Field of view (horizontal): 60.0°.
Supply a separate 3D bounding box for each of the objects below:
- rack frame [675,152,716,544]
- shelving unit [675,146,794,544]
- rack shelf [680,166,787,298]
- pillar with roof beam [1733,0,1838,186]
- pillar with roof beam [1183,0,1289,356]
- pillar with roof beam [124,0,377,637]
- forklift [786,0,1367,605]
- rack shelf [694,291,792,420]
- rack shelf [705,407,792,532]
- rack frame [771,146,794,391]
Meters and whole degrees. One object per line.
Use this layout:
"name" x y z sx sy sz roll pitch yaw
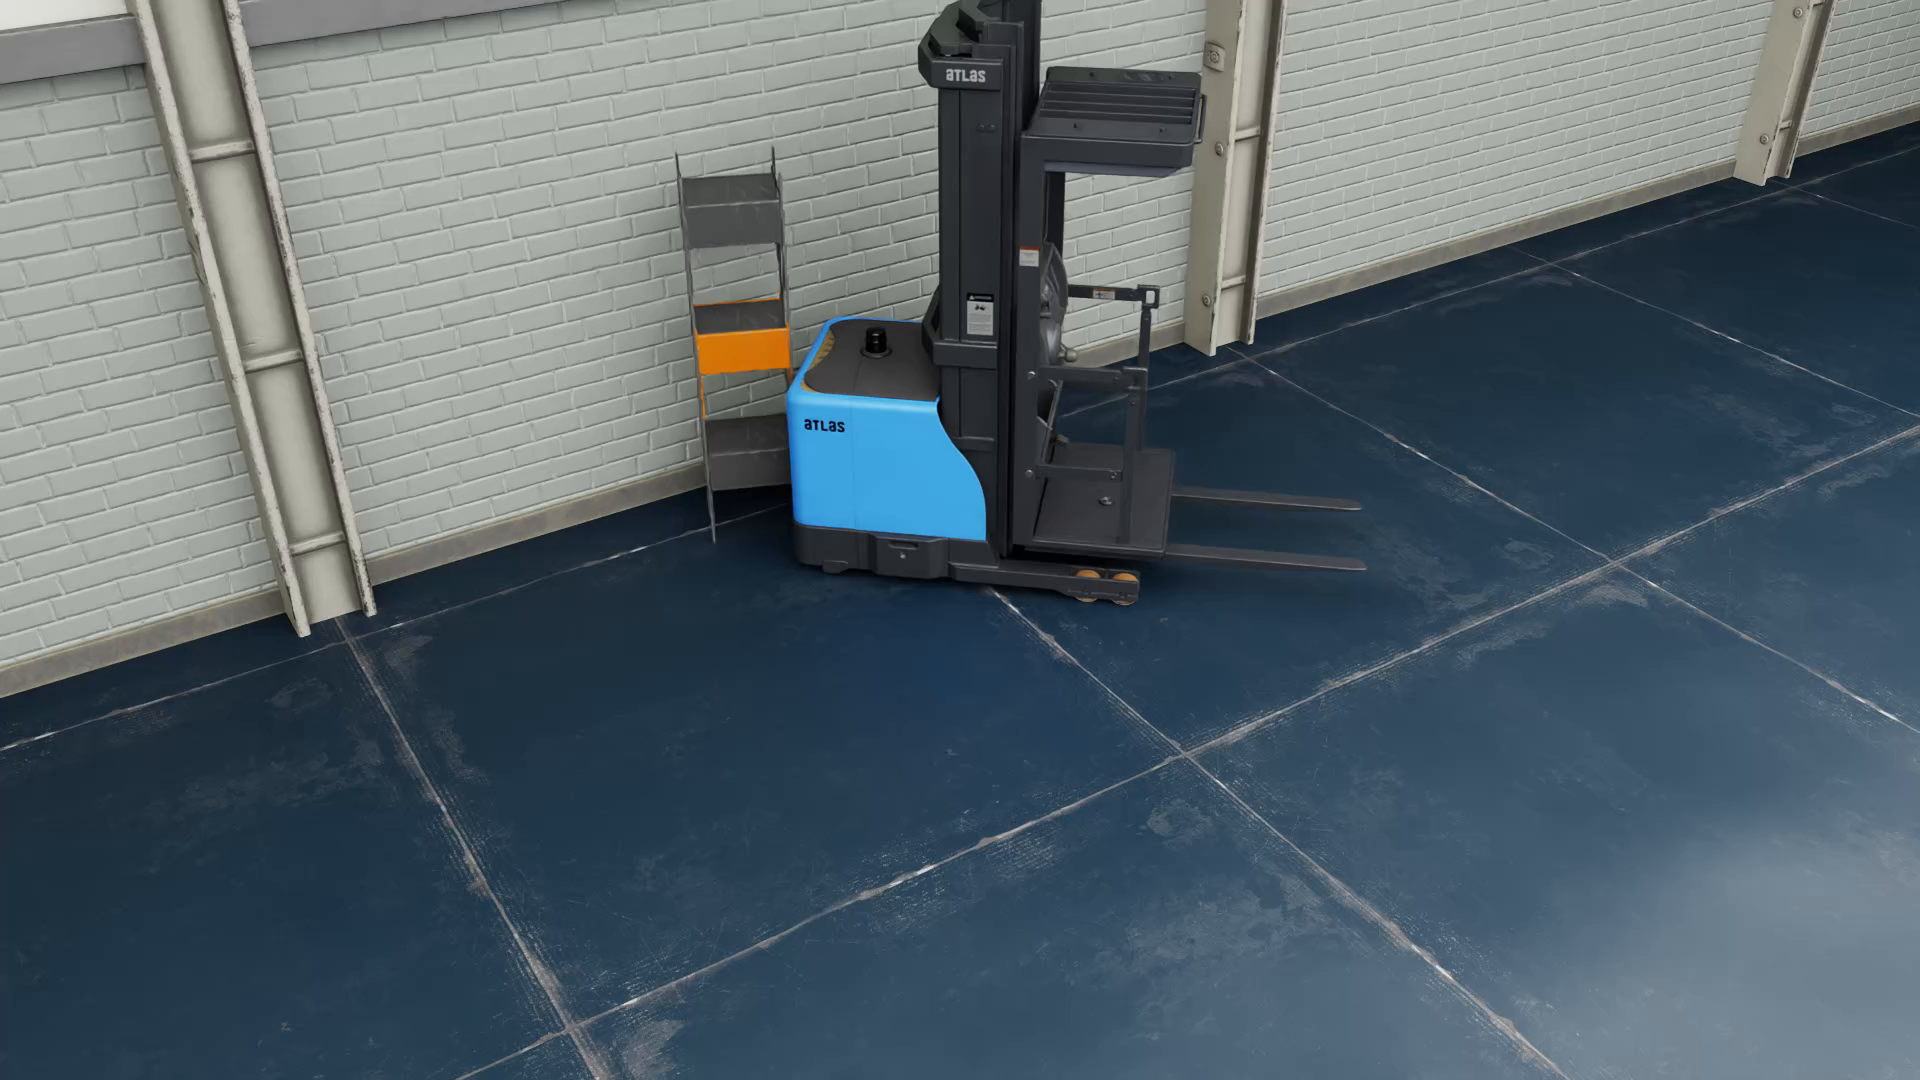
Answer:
"rack frame" -1.399 -0.972 8.822 0.015 2.100 0.400 -6 33 -9
"shelving unit" -1.160 -0.997 8.862 0.503 2.100 0.431 -6 33 -9
"rack shelf" -1.161 -1.578 8.496 0.480 0.518 0.431 -6 33 -9
"pillar with roof beam" 9.141 -4.974 8.701 0.400 9.000 9.100 -19 37 -27
"pillar with roof beam" 4.098 -3.240 5.951 0.400 9.000 9.100 -19 37 -27
"pillar with roof beam" -0.945 -1.505 3.202 0.400 9.000 9.100 -19 37 -27
"forklift" 0.662 -1.204 8.411 3.031 2.935 1.130 5 33 8
"rack shelf" -1.160 -0.986 8.869 0.480 0.518 0.431 -6 33 -9
"rack shelf" -1.158 -0.393 9.241 0.480 0.518 0.431 -6 33 -9
"rack frame" -0.920 -1.022 8.901 0.015 2.100 0.400 -6 33 -9
